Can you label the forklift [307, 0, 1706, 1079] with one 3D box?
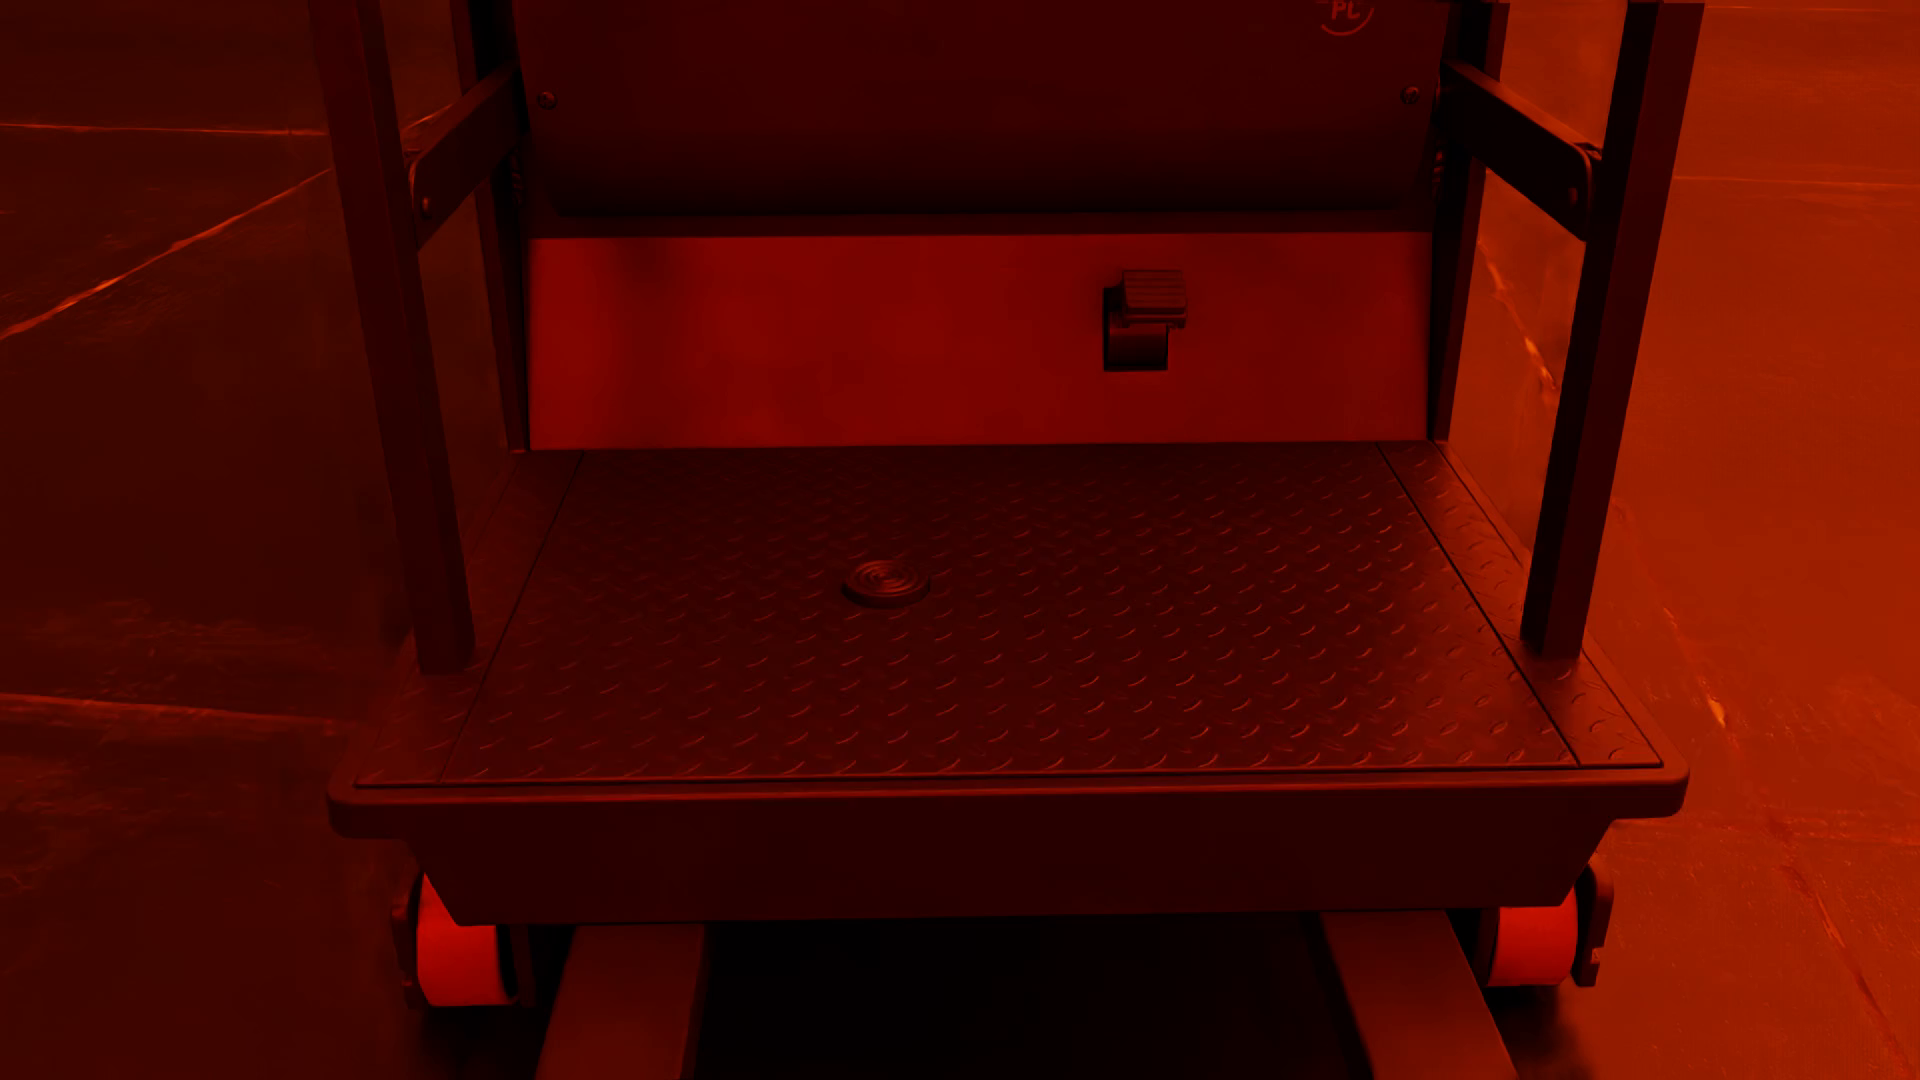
[{"bbox_3d":[0.030,-1.007,1.236,1.130,2.935,3.031,-1,27,-1],"label":"forklift"}]
